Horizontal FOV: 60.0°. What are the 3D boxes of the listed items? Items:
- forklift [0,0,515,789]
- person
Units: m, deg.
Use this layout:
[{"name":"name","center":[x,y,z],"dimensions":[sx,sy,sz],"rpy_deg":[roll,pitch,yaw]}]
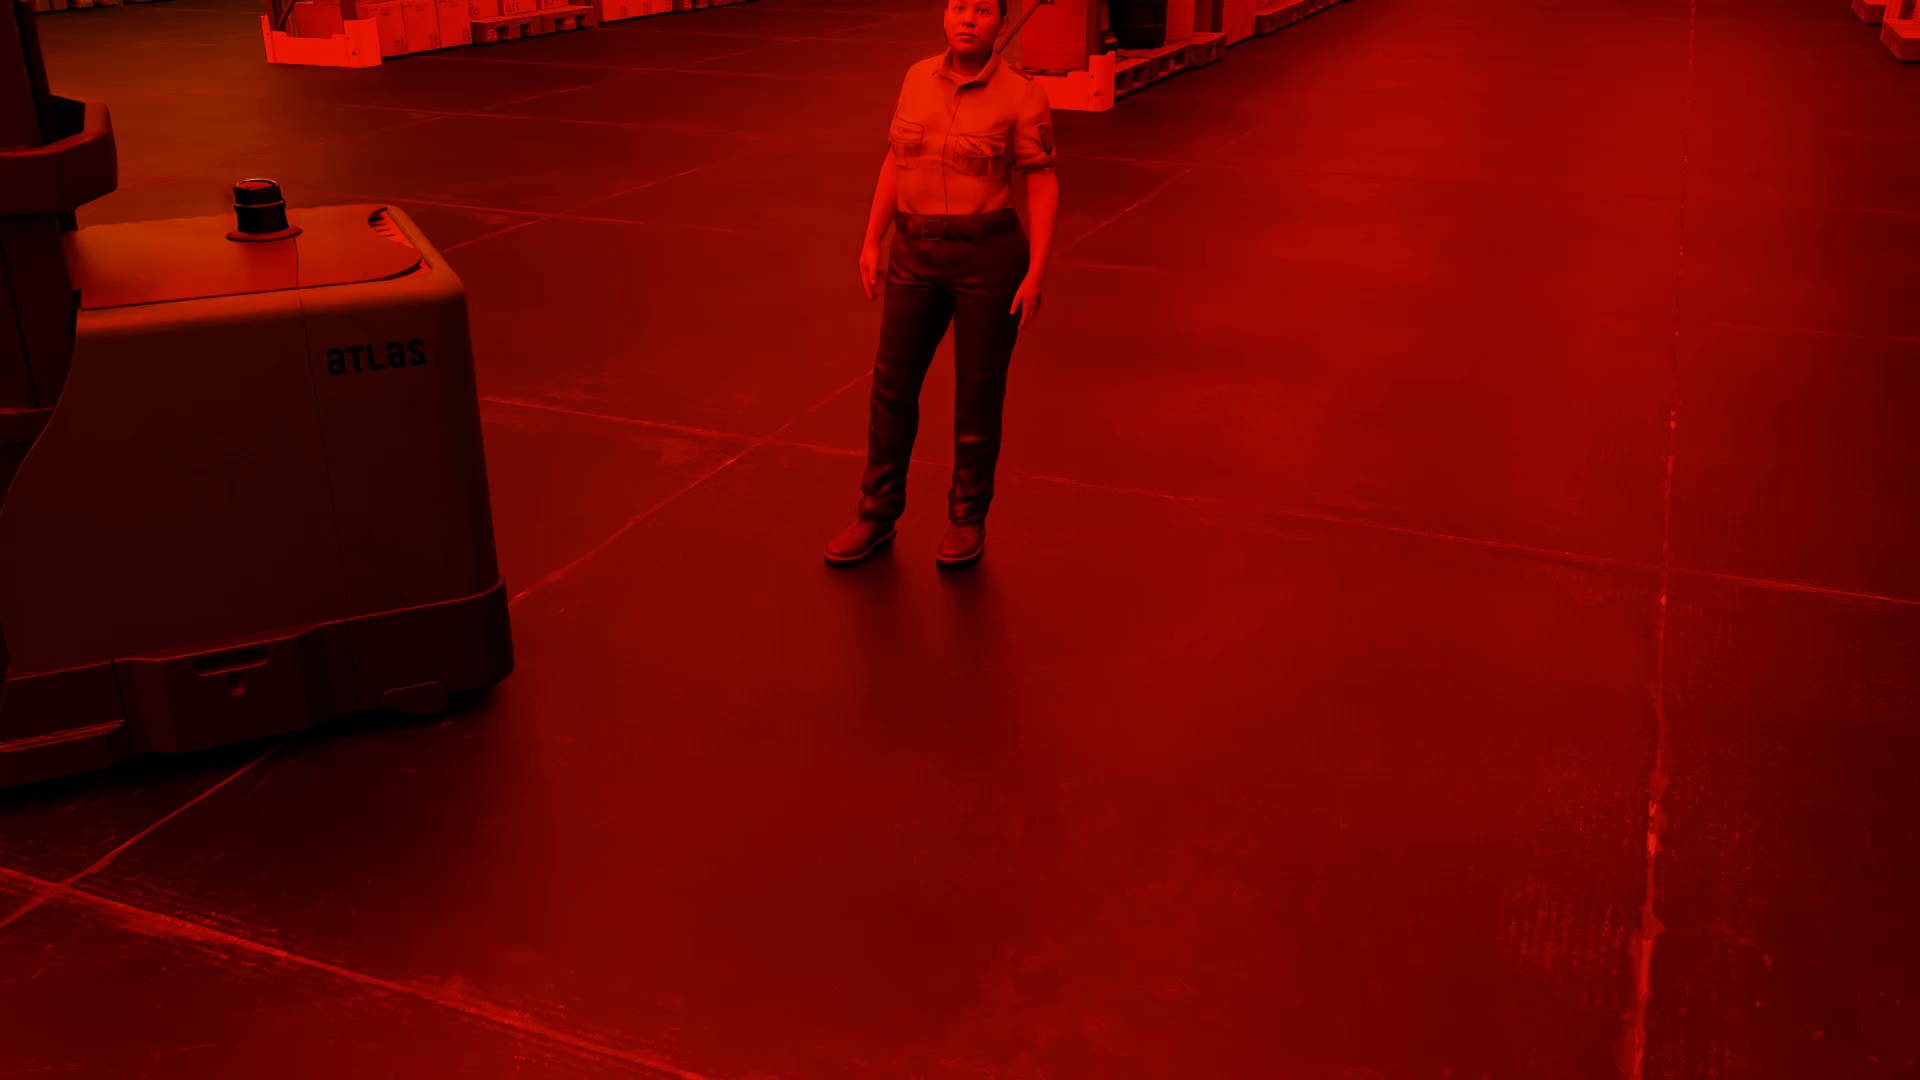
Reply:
[{"name":"forklift","center":[-2.668,-0.876,3.387],"dimensions":[3.031,2.935,1.130],"rpy_deg":[-10,25,-23]},{"name":"person","center":[-0.056,-0.737,4.704],"dimensions":[0.598,1.651,0.502],"rpy_deg":[9,24,21]}]
